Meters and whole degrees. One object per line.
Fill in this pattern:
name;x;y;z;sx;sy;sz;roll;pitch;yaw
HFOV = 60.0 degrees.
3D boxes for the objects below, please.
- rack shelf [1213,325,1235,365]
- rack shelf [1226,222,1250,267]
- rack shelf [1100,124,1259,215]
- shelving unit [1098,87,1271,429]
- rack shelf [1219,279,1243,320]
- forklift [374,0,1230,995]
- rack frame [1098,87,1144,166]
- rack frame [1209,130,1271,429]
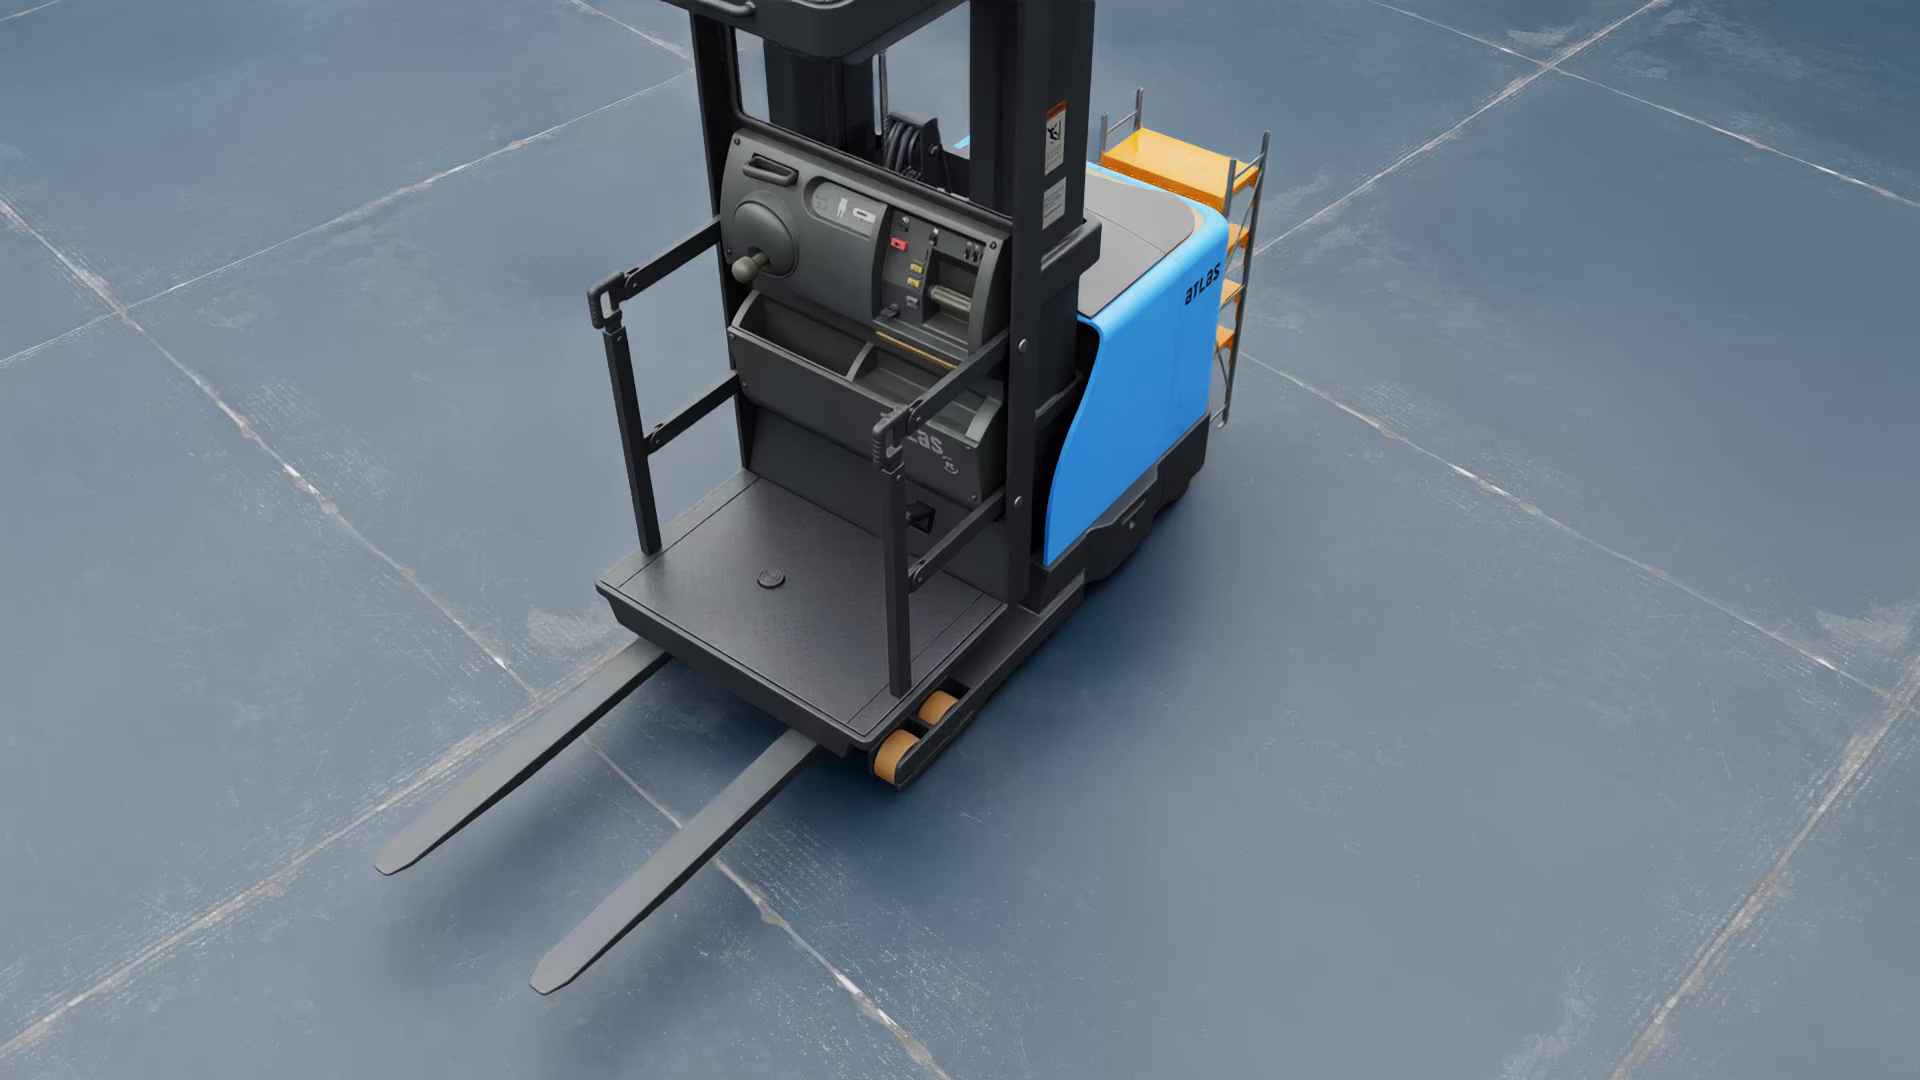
rack shelf;0.733;-0.729;6.043;0.480;0.148;0.258;27;48;26
rack shelf;0.737;-1.042;5.760;0.480;0.148;0.258;27;48;26
rack shelf;0.739;-1.218;5.602;0.480;0.148;0.258;27;48;26
shelving unit;0.735;-0.926;5.865;0.503;1.200;0.258;27;48;26
rack shelf;0.735;-0.876;5.910;0.480;0.148;0.258;27;48;26
forklift;-0.408;-0.725;4.375;1.130;2.935;3.031;27;49;26
rack frame;0.540;-1.025;5.972;0.015;1.200;0.240;27;48;26
rack frame;0.931;-0.827;5.758;0.015;1.200;0.240;27;48;26
